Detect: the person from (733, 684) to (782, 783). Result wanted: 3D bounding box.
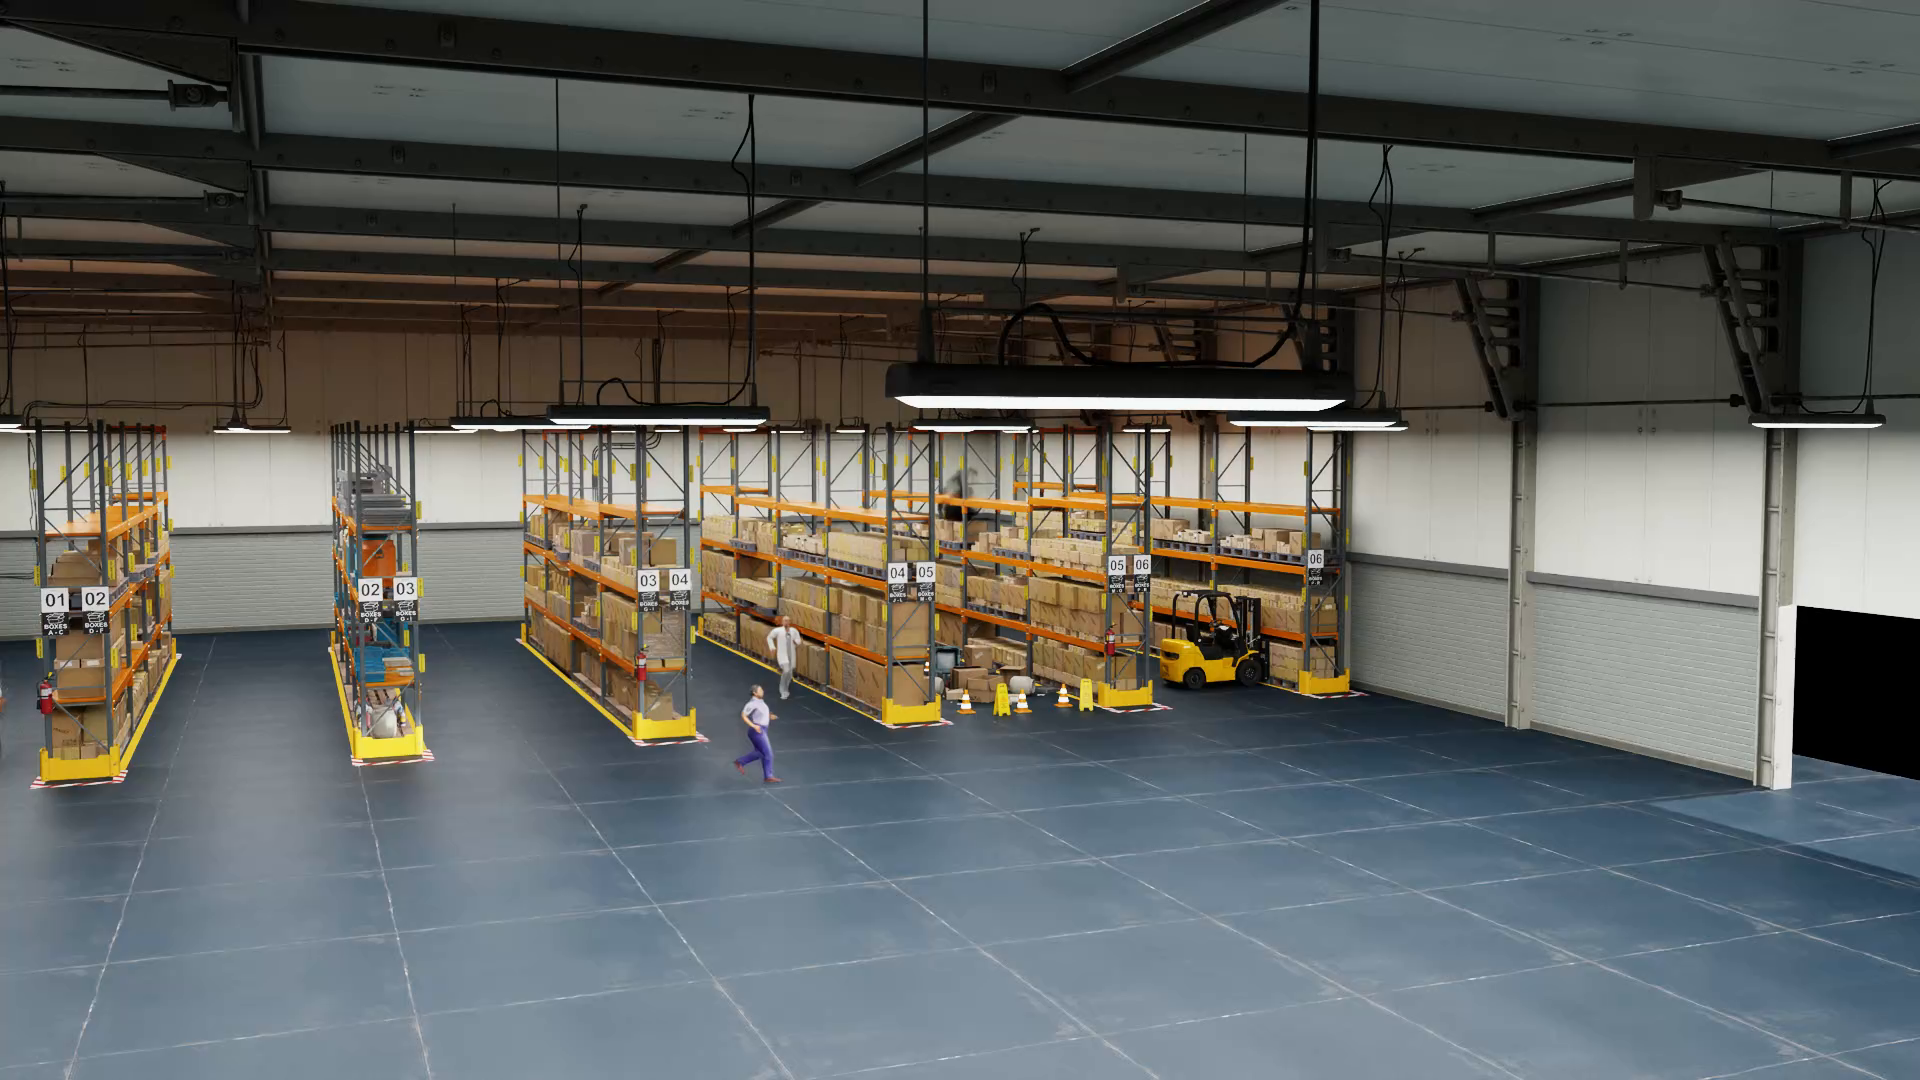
[{"bbox_3d":[-3.352,3.189,27.496,0.843,1.617,0.619,0,4,8],"label":"person"}]

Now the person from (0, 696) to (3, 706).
[{"bbox_3d":[-16.655,3.097,28.297,0.608,1.661,0.904,-2,4,-24],"label":"person"}]

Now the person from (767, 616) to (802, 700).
[{"bbox_3d":[-3.792,2.575,36.284,0.670,1.834,0.809,-2,4,-31],"label":"person"}]

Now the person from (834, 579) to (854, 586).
[{"bbox_3d":[-3.499,1.655,51.142,0.755,1.835,0.658,-1,4,-11],"label":"person"}]
